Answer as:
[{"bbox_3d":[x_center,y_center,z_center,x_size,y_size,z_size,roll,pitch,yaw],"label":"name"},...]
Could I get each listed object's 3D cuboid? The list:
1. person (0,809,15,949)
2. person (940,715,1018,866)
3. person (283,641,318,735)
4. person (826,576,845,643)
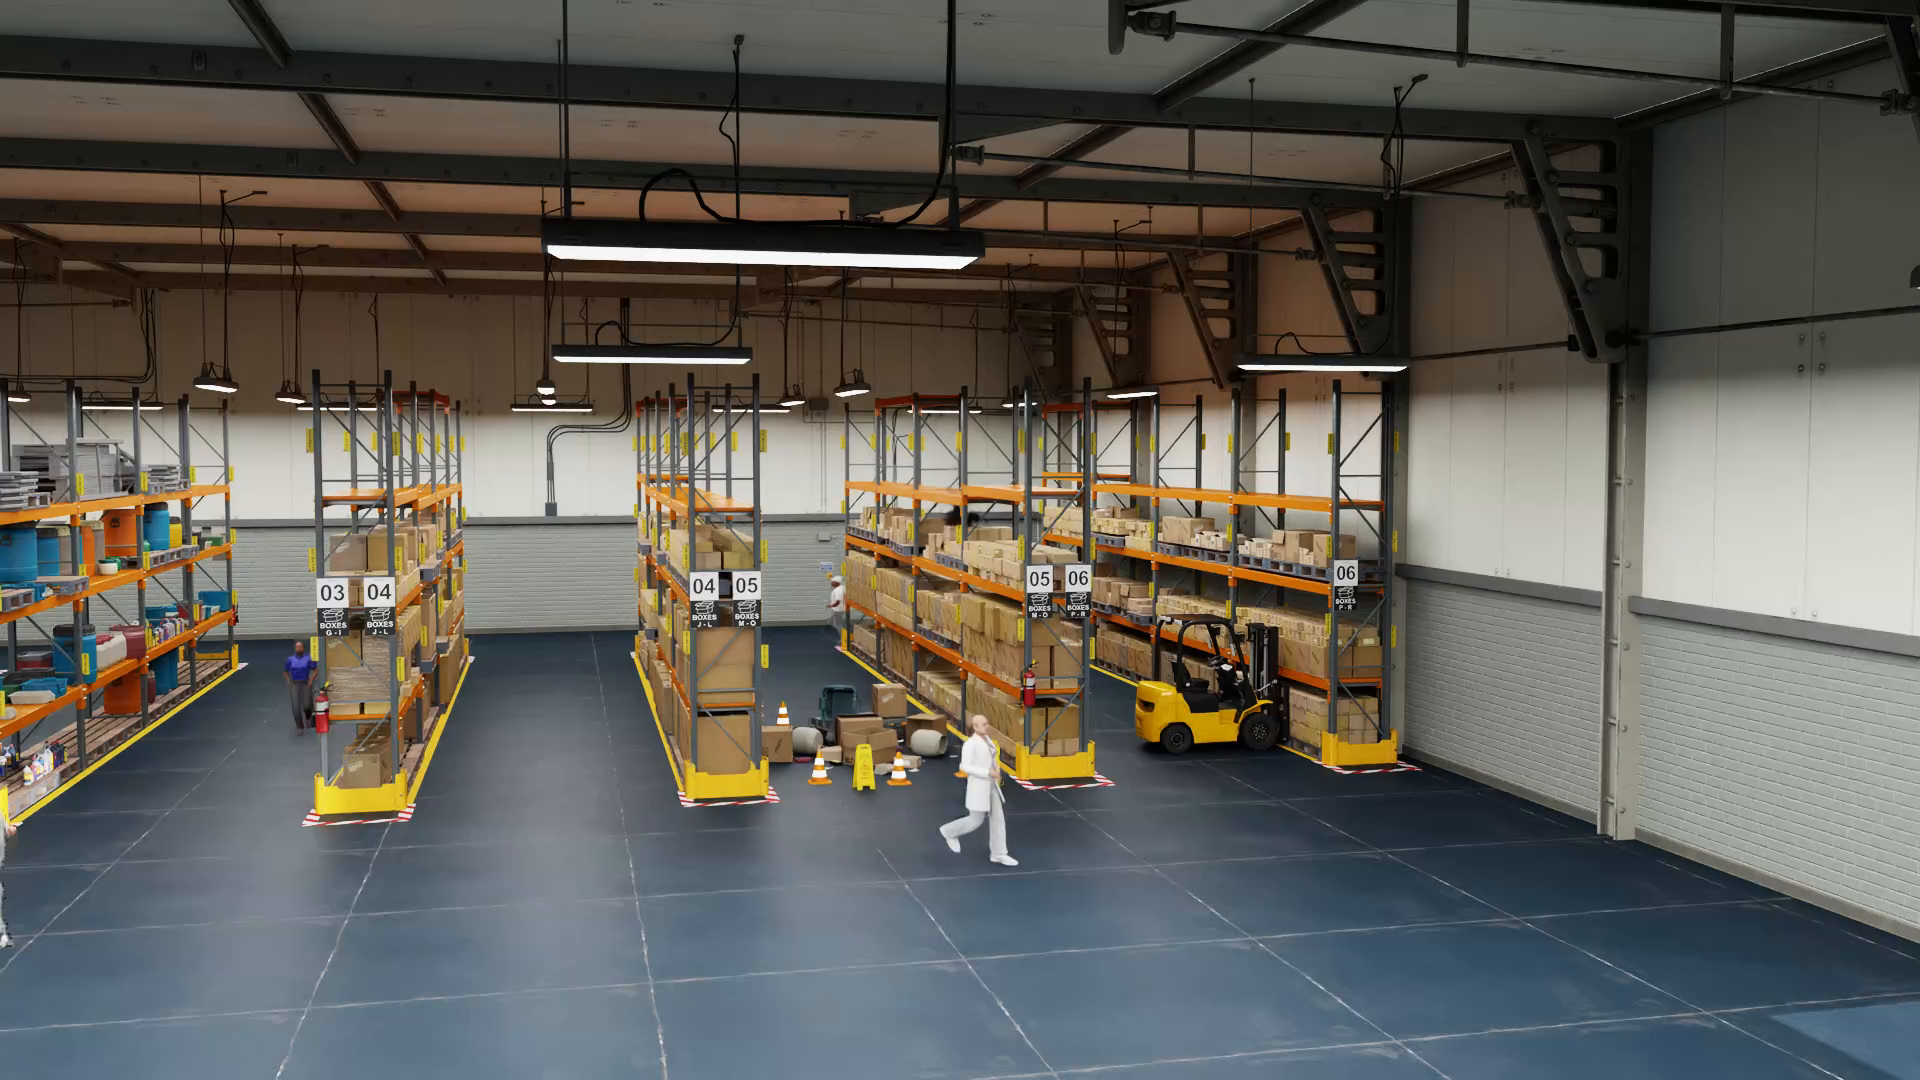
[{"bbox_3d":[-9.750,3.229,16.593,0.759,1.632,0.499,1,3,11],"label":"person"},{"bbox_3d":[0.240,2.962,19.835,1.024,1.764,0.718,2,4,31],"label":"person"},{"bbox_3d":[-11.376,2.542,28.674,0.572,1.606,0.578,-1,3,-16],"label":"person"},{"bbox_3d":[-3.073,1.742,41.642,0.557,1.716,0.733,0,3,-6],"label":"person"}]
